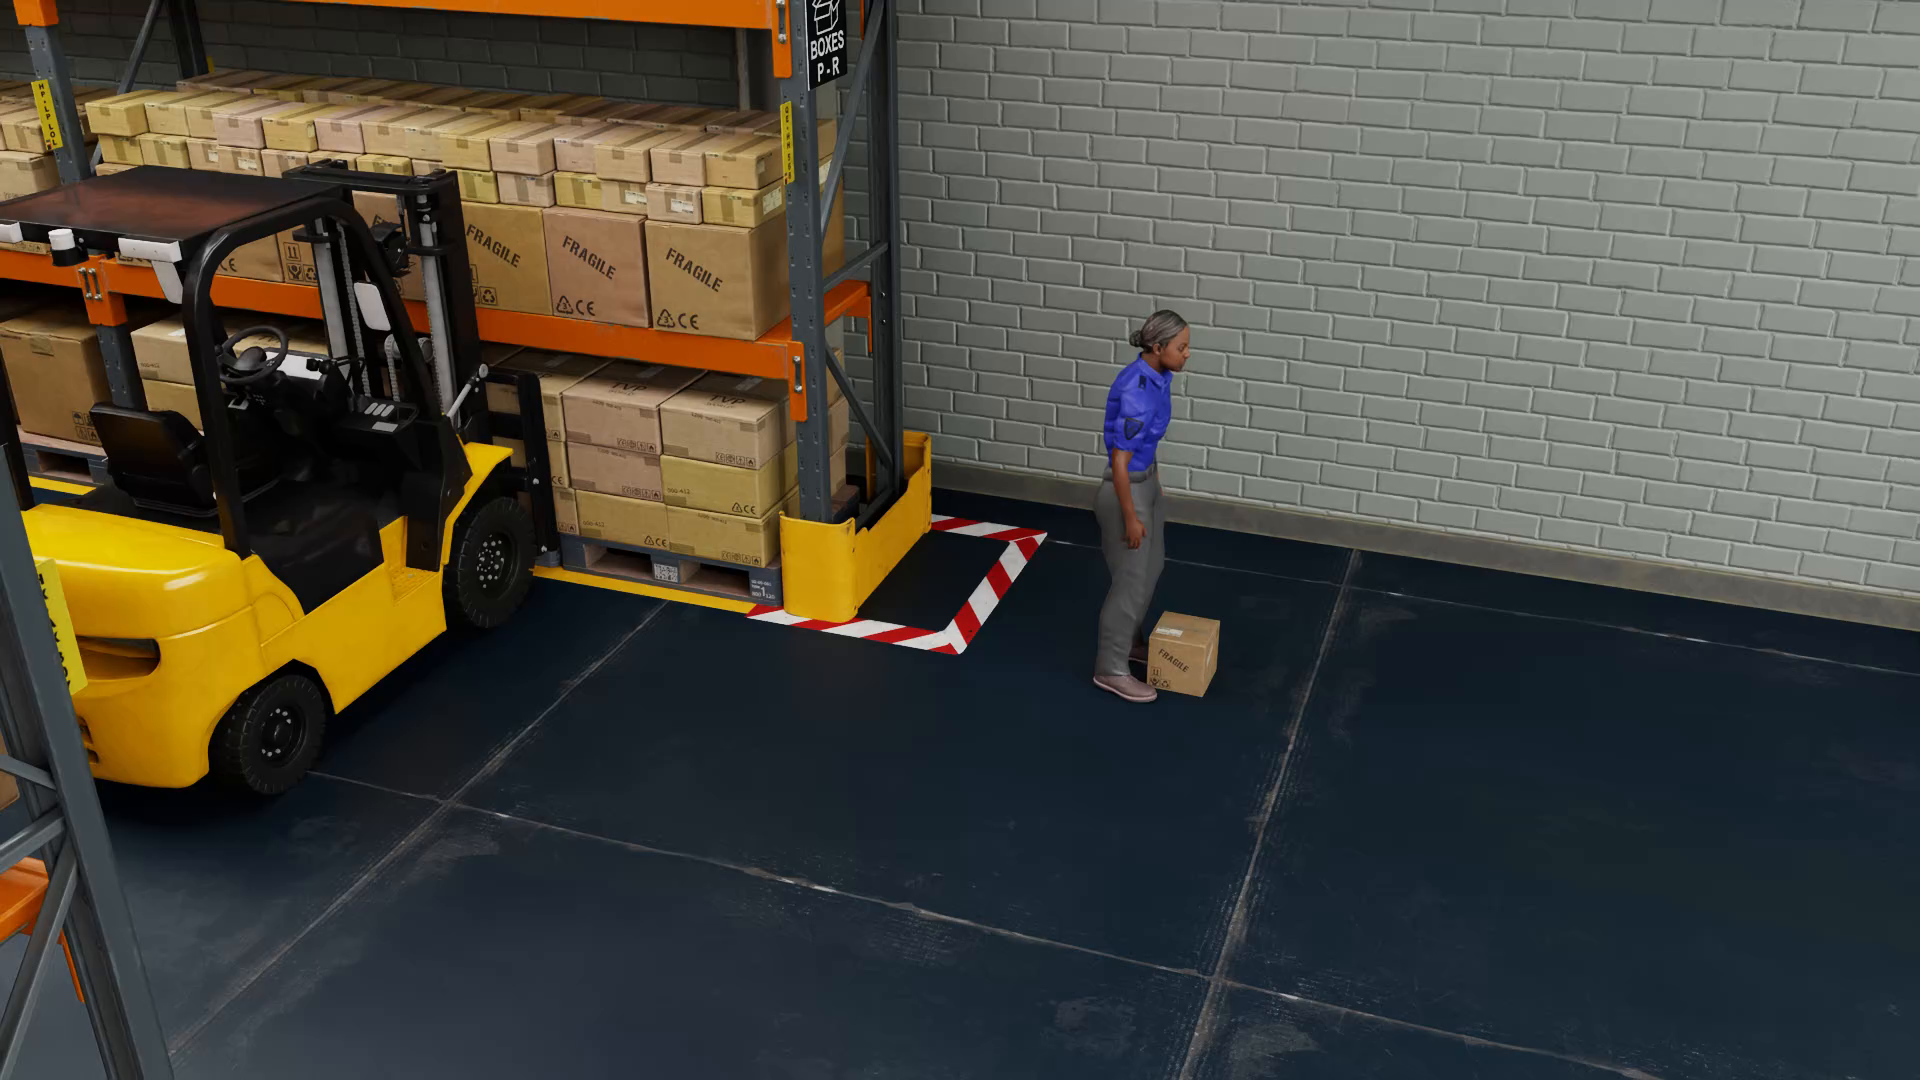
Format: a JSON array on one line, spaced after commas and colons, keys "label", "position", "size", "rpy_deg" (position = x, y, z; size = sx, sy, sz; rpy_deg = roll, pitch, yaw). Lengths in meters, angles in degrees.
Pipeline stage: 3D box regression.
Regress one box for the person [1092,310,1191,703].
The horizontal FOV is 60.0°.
[{"label": "person", "position": [0.748, -0.167, 6.961], "size": [0.352, 1.654, 0.518], "rpy_deg": [8, 27, 17]}]
